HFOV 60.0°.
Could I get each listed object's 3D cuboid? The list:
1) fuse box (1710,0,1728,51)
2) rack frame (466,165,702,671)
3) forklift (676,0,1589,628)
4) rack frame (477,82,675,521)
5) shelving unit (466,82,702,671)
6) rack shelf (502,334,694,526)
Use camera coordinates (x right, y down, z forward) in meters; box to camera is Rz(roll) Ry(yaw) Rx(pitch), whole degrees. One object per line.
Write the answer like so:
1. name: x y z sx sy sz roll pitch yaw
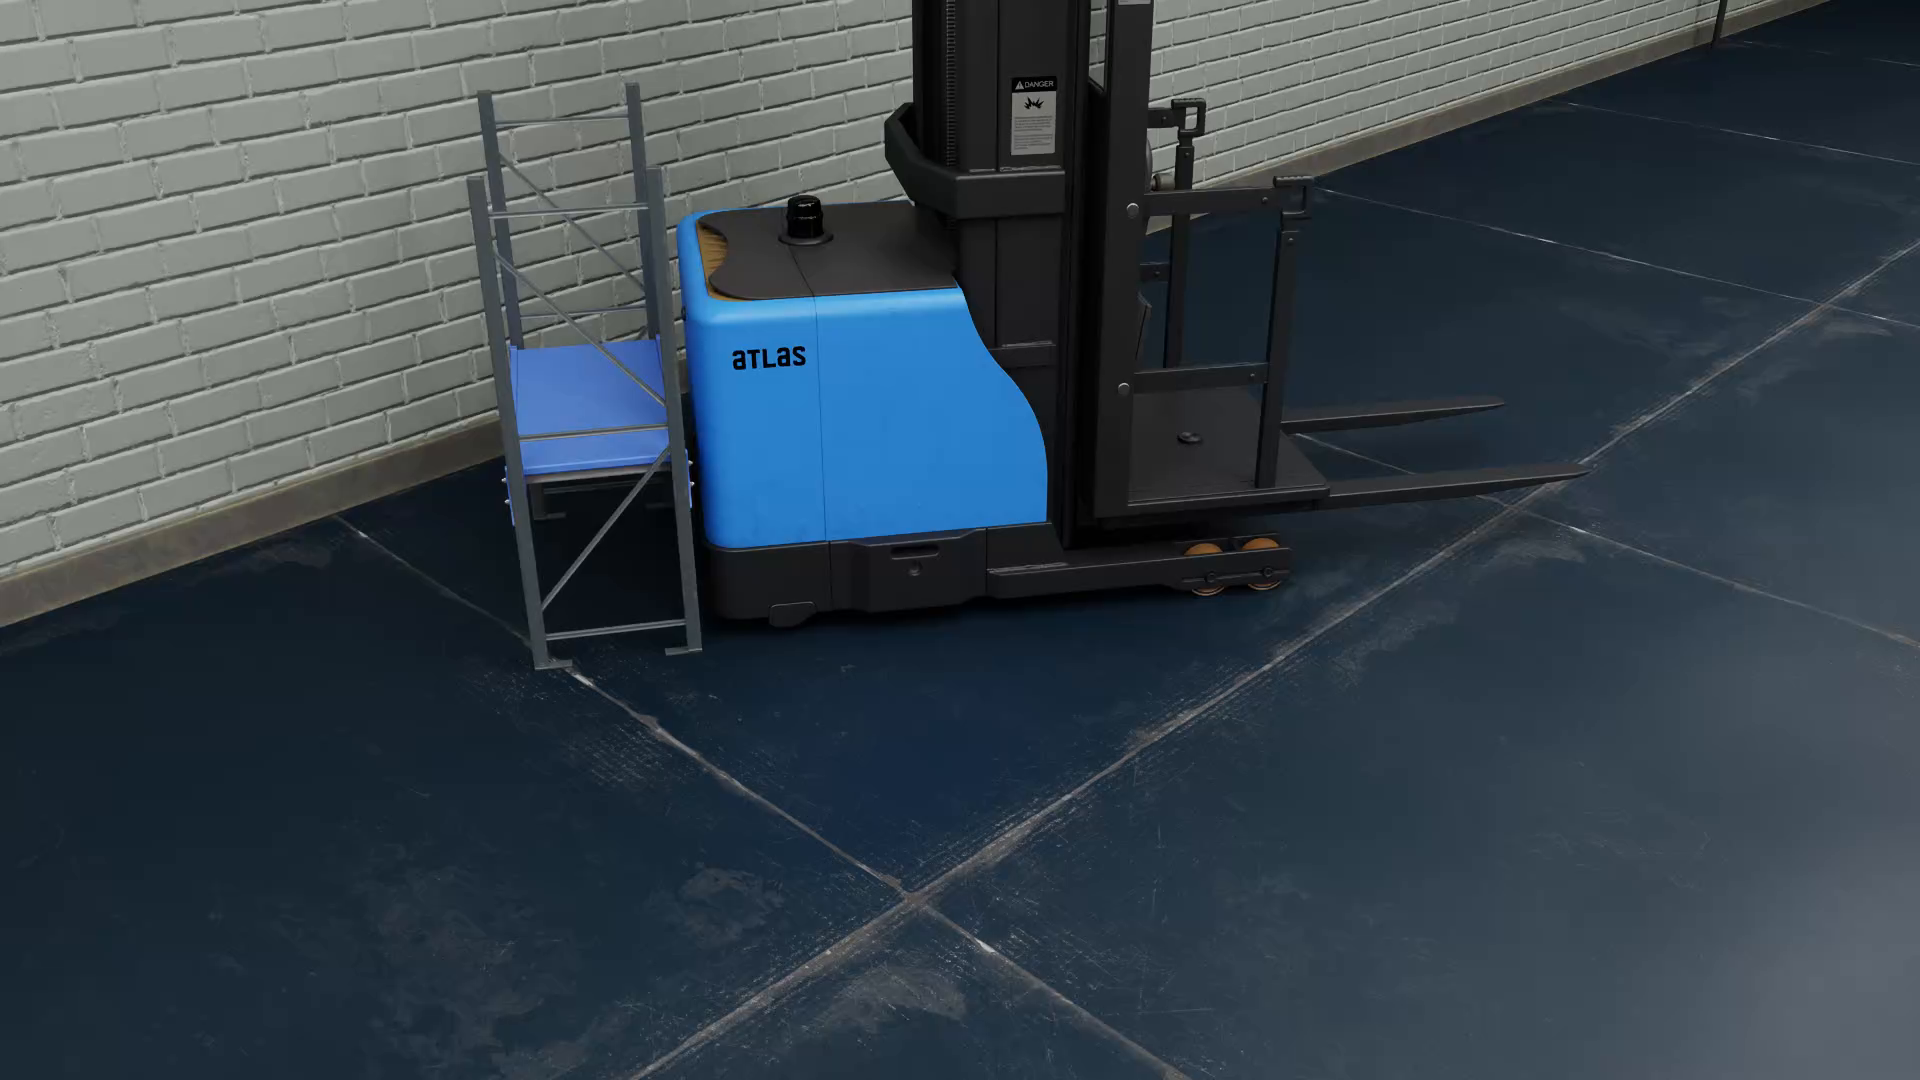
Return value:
1. fuse box: 5.972 -4.616 12.690 0.414 1.711 0.539 25 36 38
2. rack frame: -1.037 -0.302 4.713 0.500 1.500 0.032 -6 28 -11
3. forklift: 0.617 -1.353 5.174 3.031 2.935 1.130 -5 28 -10
4. rack frame: -1.265 -0.763 5.590 0.500 1.500 0.032 -6 28 -11
5. shelving unit: -1.151 -0.532 5.151 0.538 1.500 1.048 -6 28 -11
6. rack shelf: -1.151 -0.373 5.235 0.538 0.185 1.000 -6 28 -11
